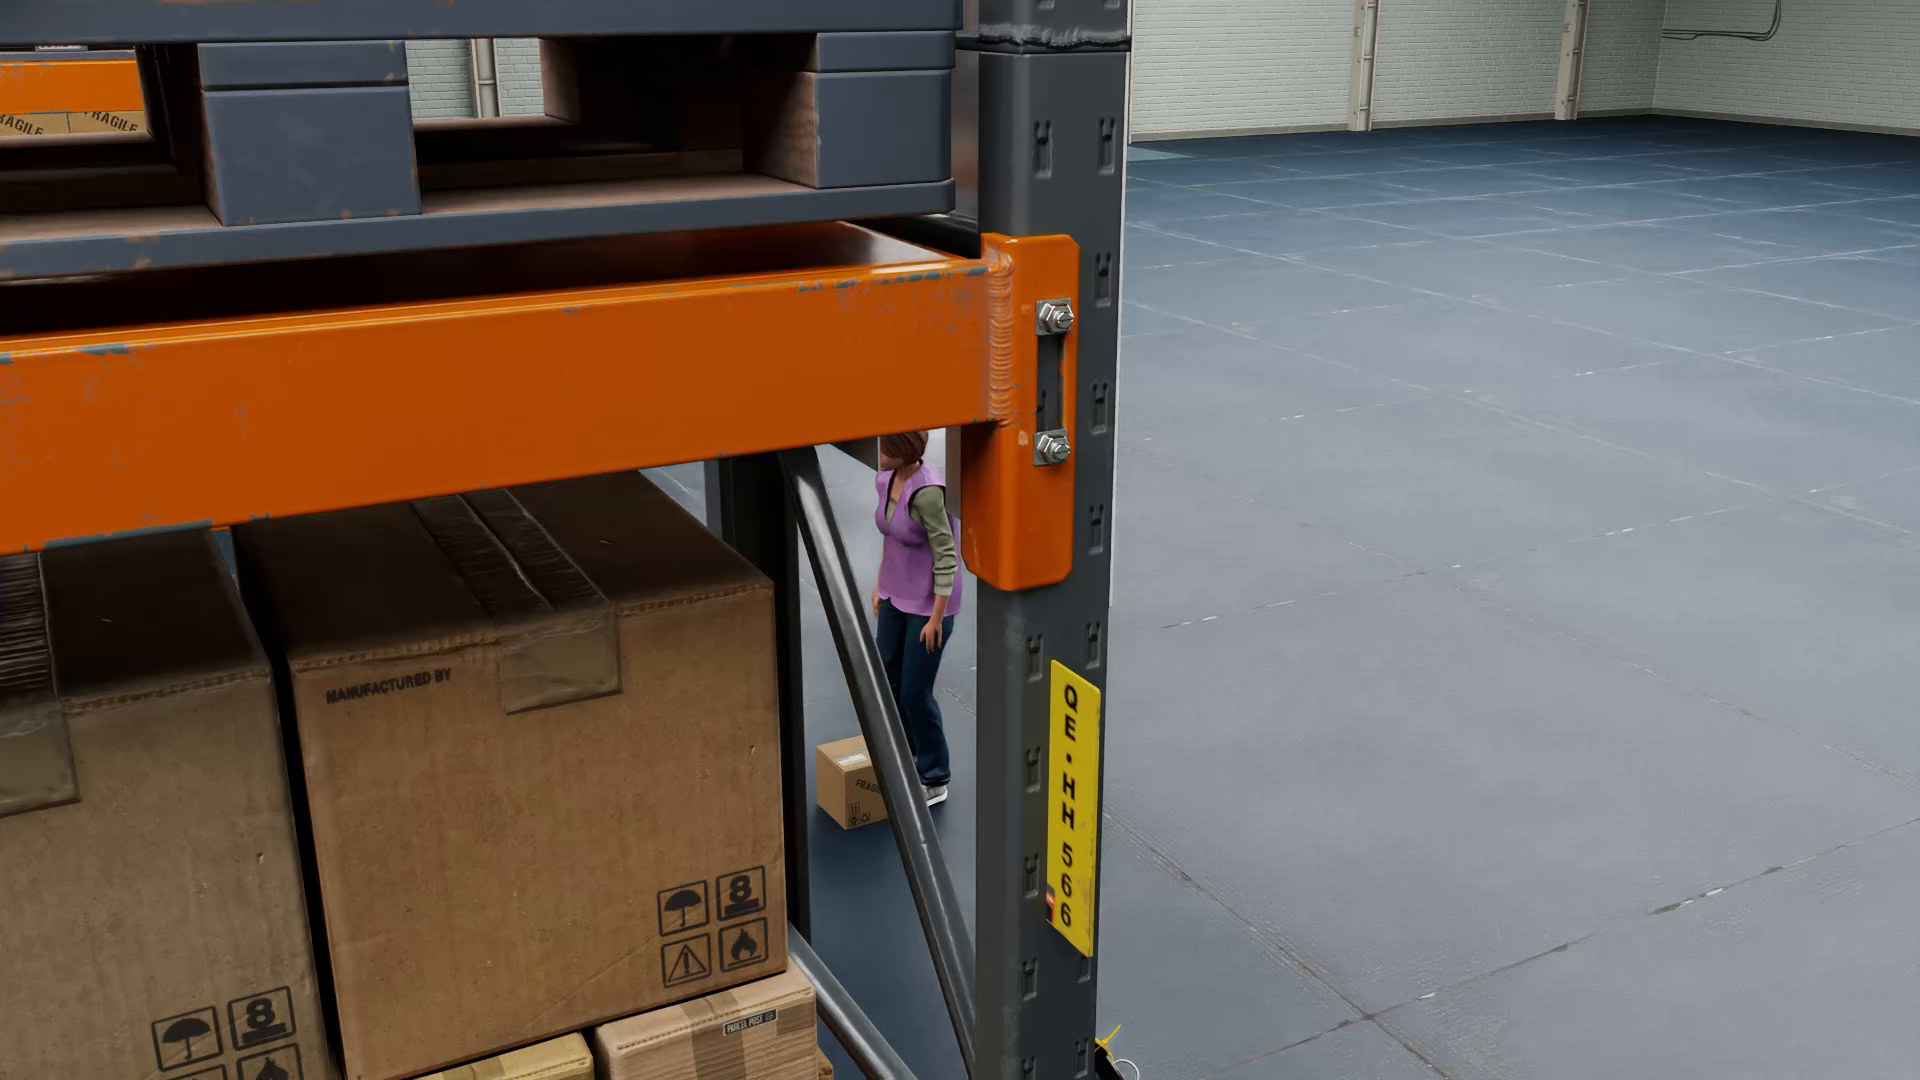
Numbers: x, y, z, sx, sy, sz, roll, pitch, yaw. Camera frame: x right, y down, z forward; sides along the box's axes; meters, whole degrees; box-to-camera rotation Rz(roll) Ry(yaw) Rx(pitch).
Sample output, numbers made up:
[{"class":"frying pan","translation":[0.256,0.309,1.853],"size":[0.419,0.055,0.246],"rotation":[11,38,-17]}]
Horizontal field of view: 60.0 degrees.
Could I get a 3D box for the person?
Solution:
[{"class":"person","translation":[-0.184,0.256,6.326],"size":[0.346,1.592,0.479],"rotation":[-11,22,-30]}]
